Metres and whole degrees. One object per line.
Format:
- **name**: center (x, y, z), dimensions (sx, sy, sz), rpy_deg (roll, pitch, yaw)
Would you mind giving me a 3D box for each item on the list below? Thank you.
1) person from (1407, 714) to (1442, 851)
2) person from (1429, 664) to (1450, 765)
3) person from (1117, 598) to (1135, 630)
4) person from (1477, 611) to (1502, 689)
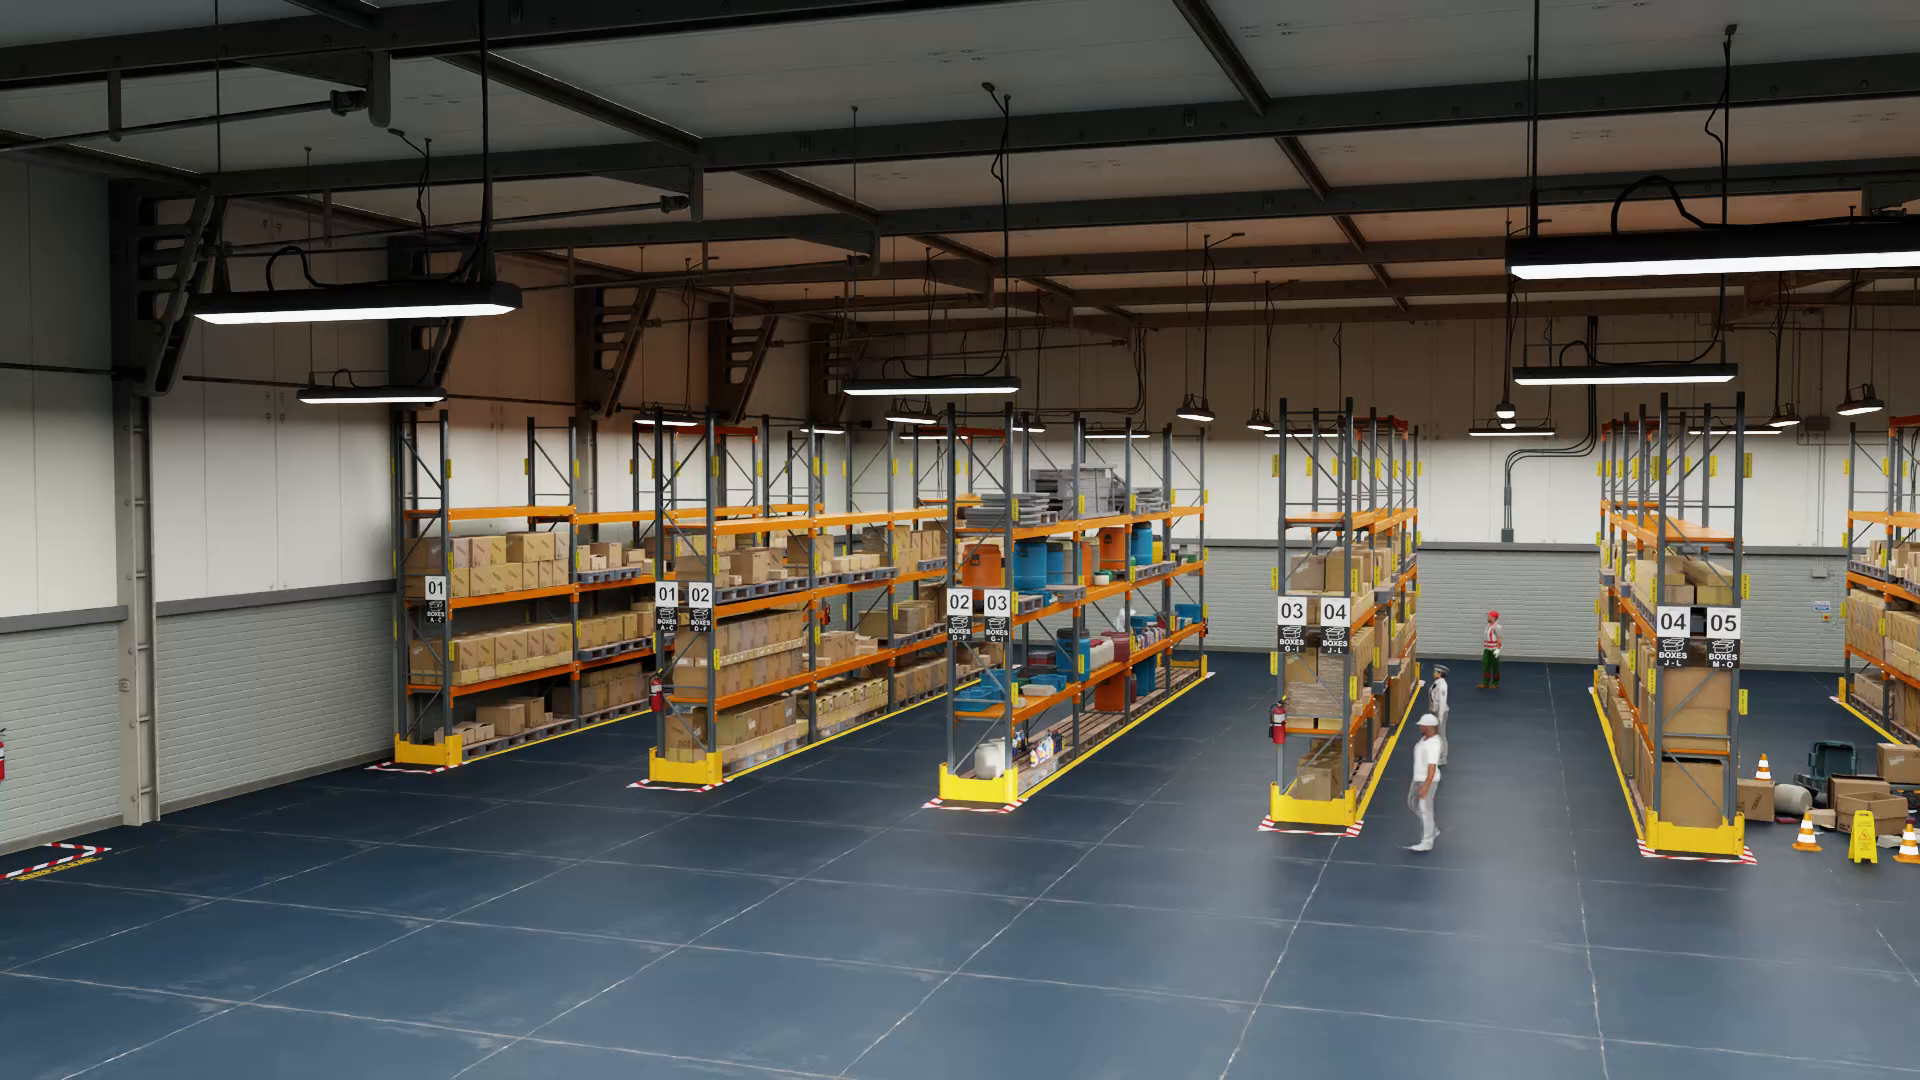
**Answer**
- **person**: center (6.132, 3.167, 21.906), dimensions (0.501, 1.768, 0.656), rpy_deg (0, 2, -2)
- **person**: center (8.102, 2.943, 28.176), dimensions (0.370, 1.697, 0.518), rpy_deg (0, 2, -6)
- **person**: center (4.303, 2.348, 43.213), dimensions (0.529, 1.721, 0.844), rpy_deg (1, 3, 18)
- **person**: center (12.083, 2.503, 37.808), dimensions (0.423, 1.801, 0.588), rpy_deg (-1, 3, -23)
